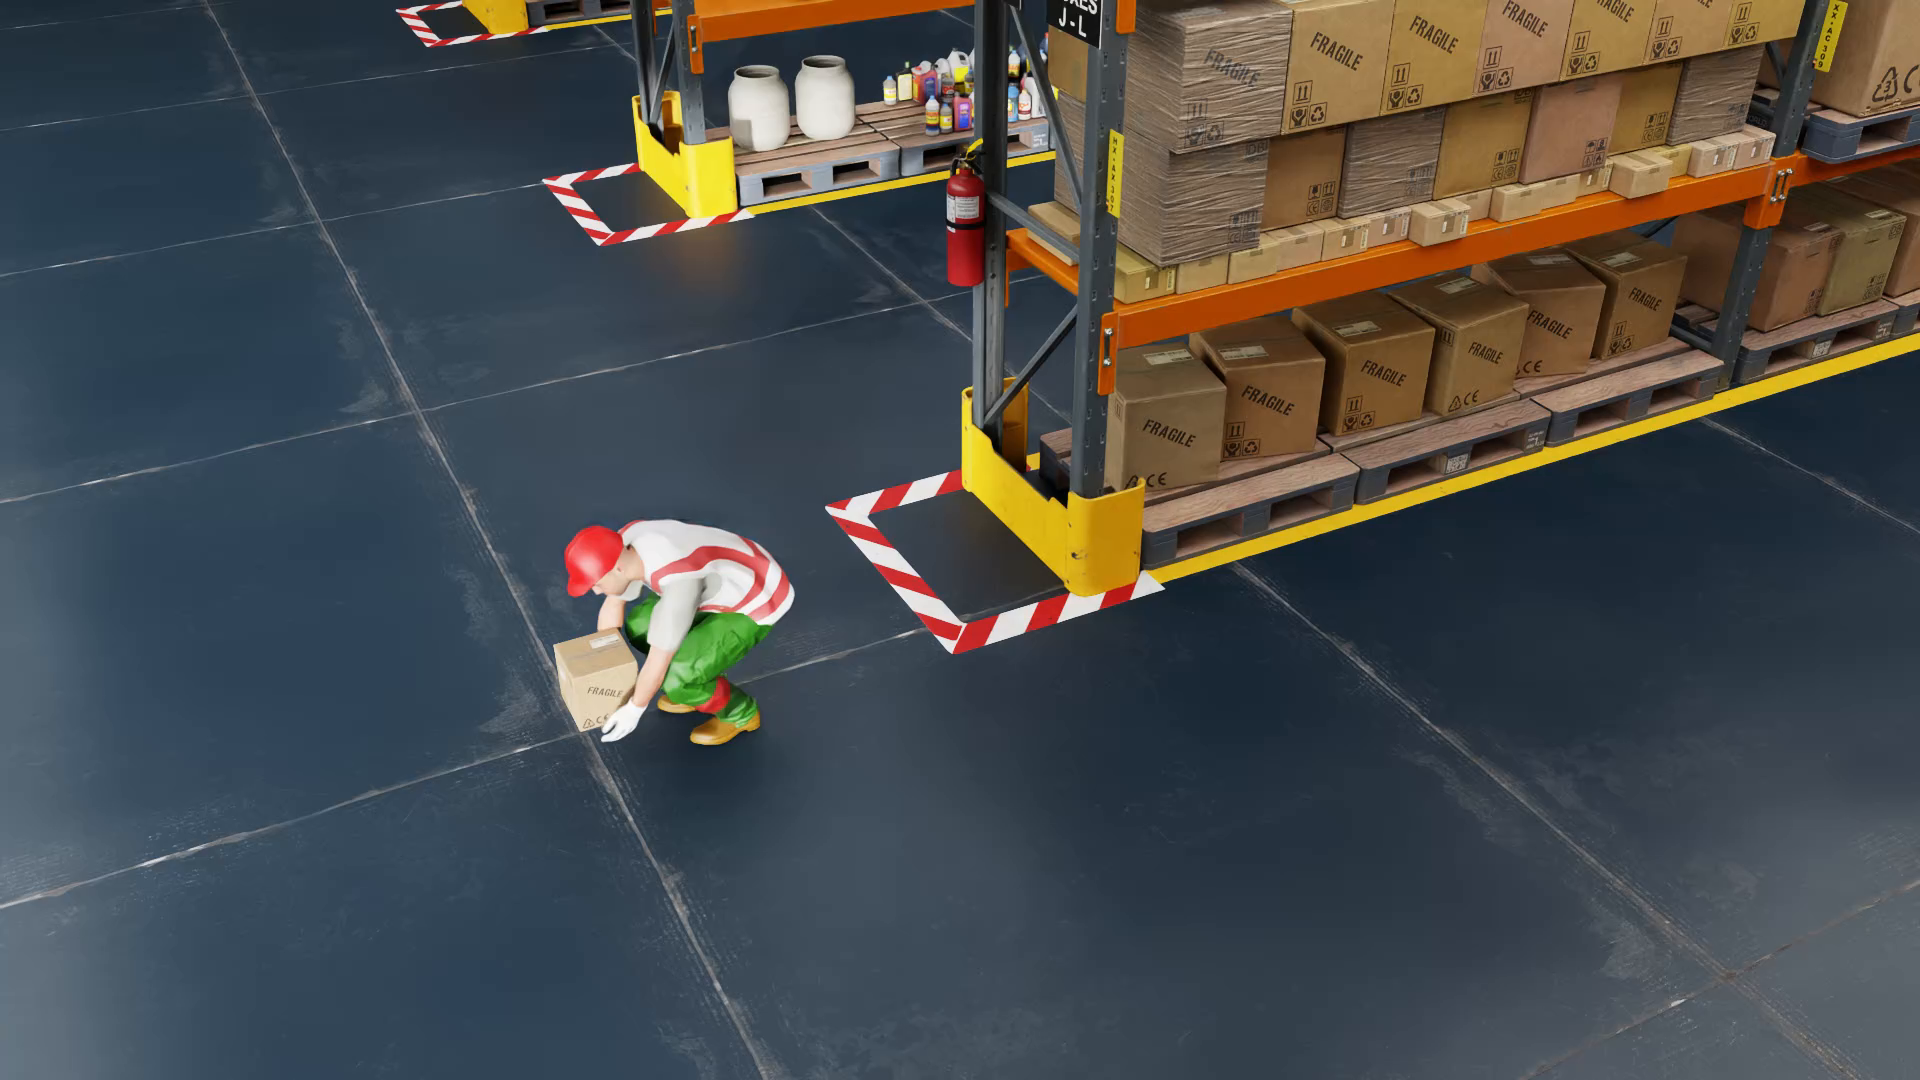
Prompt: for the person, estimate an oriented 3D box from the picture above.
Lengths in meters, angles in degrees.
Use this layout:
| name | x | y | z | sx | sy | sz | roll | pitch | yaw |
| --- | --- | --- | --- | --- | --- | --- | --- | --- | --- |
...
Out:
| name | x | y | z | sx | sy | sz | roll | pitch | yaw |
| --- | --- | --- | --- | --- | --- | --- | --- | --- | --- |
| person | -1.052 | 0.307 | 6.335 | 0.866 | 1.040 | 0.568 | -16 | 36 | -23 |
